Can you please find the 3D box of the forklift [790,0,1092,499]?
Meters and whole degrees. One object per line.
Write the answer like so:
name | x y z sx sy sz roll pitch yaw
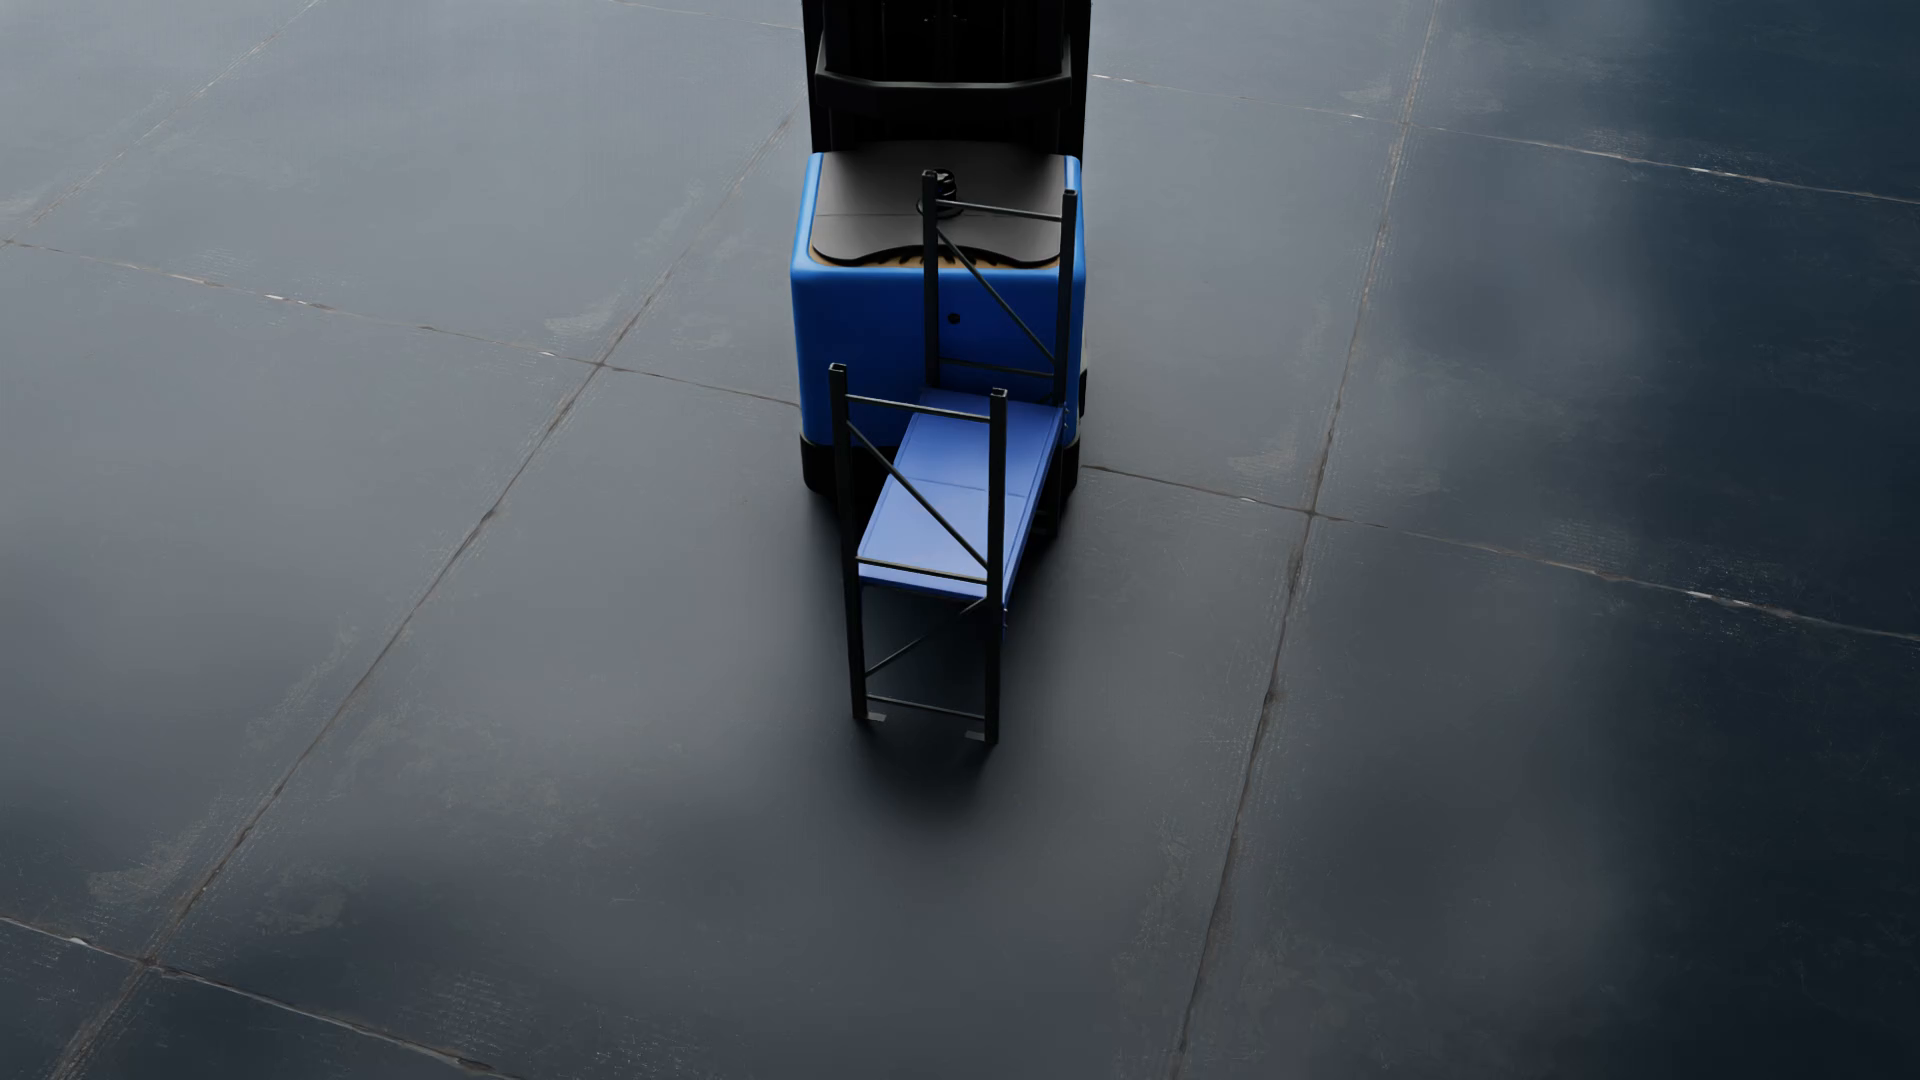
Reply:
forklift | -0.044 -2.217 6.420 1.130 2.935 3.031 1 44 1

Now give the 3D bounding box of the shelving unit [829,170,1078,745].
shelving unit | 0.004 -0.249 5.432 0.538 1.500 1.048 10 45 10

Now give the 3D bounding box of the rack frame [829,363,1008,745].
rack frame | -0.117 0.096 5.079 0.500 1.500 0.032 10 45 10

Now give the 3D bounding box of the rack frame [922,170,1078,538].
rack frame | 0.125 -0.594 5.785 0.500 1.500 0.032 10 45 10

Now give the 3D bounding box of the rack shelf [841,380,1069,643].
rack shelf | 0.004 -0.120 5.558 0.538 0.185 1.000 10 45 10
